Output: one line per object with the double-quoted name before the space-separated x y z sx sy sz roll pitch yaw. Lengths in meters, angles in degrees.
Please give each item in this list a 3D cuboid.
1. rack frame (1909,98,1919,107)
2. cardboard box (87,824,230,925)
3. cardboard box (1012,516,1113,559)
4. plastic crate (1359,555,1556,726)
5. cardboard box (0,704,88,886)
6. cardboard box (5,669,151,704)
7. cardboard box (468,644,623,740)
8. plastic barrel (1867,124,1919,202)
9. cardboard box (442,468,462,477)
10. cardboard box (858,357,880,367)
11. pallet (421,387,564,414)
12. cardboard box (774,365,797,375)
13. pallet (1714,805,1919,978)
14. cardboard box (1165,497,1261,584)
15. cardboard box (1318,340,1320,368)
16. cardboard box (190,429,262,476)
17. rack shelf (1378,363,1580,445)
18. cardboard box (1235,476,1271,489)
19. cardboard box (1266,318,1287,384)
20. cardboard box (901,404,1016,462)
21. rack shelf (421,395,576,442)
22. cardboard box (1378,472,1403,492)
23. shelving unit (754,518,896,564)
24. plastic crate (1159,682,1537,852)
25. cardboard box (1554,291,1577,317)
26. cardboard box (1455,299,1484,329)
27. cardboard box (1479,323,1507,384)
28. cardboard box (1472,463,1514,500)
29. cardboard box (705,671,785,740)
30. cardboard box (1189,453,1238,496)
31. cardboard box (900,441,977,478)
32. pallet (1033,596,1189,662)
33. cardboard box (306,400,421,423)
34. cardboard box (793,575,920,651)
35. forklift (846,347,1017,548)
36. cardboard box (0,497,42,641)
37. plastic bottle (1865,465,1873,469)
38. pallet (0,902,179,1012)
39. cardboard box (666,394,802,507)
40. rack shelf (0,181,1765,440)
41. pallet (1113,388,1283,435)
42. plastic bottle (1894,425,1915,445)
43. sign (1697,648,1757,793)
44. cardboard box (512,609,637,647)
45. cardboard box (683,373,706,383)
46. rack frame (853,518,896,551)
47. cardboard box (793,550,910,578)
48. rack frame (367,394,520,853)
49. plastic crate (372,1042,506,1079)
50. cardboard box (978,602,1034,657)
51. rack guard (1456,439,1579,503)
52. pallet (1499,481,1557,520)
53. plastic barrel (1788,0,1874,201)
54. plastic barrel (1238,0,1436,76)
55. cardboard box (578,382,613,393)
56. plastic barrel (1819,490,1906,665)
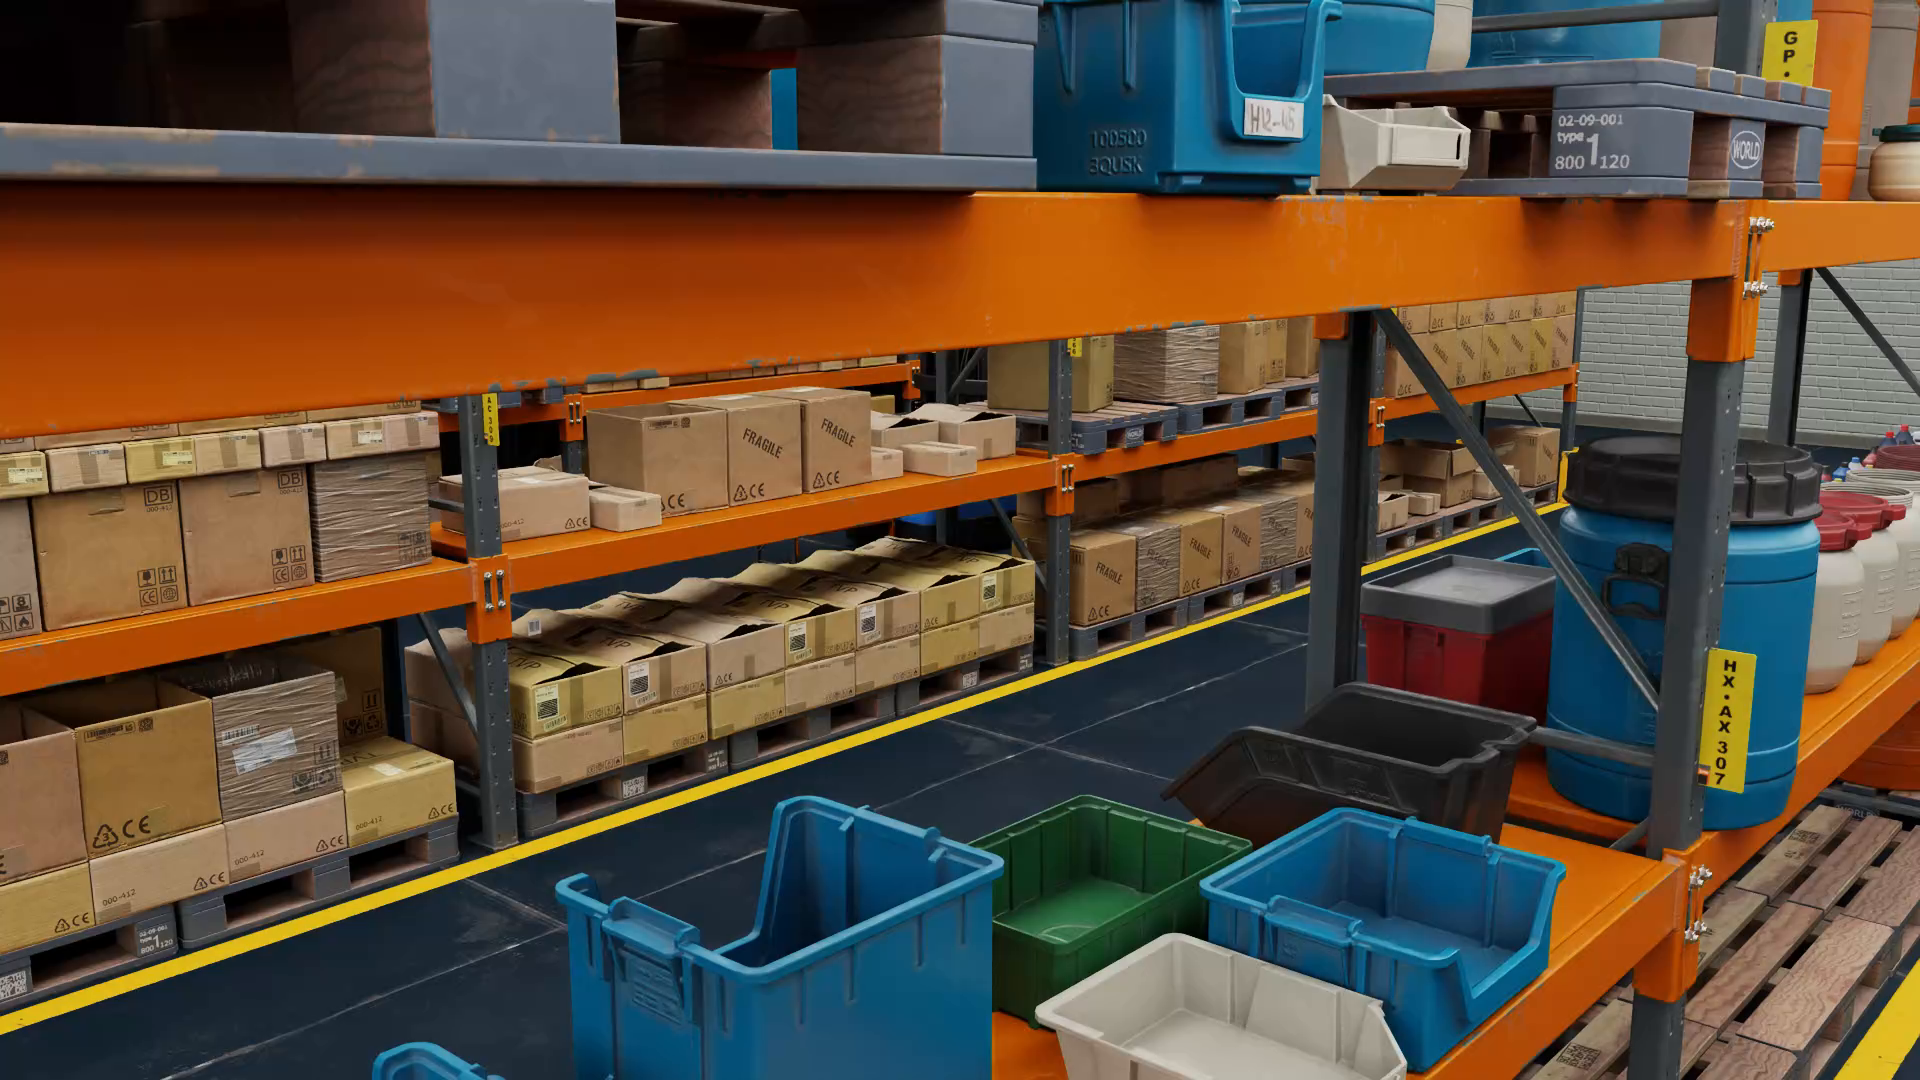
"rack frame" 3.980 -3.056 6.538 1.000 3.000 0.127 10 15 40
"cardboard box" -3.177 1.220 6.393 0.500 0.250 0.500 10 15 40
"cardboard box" 0.703 0.087 11.377 0.500 0.500 0.500 11 15 43
"plastic crate" 1.429 0.332 4.727 0.402 0.464 0.583 10 15 40
"cardboard box" -3.506 0.926 5.951 0.500 0.500 0.500 10 15 40
"cardboard box" -3.580 0.783 6.667 0.500 0.500 0.500 10 15 40
"cardboard box" -1.919 0.672 7.705 0.500 0.311 0.500 10 15 41
"plastic barrel" 3.316 -1.300 5.757 0.301 0.262 0.301 0 11 0
"cardboard box" -3.898 -0.273 13.176 0.700 0.500 0.500 10 15 41
"cardboard box" -0.981 -1.744 15.874 0.380 0.149 0.250 10 15 41
"pallet" -3.852 -1.183 12.963 1.213 0.211 1.003 10 15 40
"cardboard box" -1.703 -1.603 15.168 0.380 0.149 0.250 9 15 39
"pallet" 3.440 1.362 6.853 1.003 0.211 1.213 10 15 40
"cardboard box" 1.794 -0.004 11.830 0.500 0.500 0.500 9 14 38
"cardboard box" 3.039 -1.500 13.806 0.500 0.500 0.500 10 15 41
"cardboard box" -2.906 -0.353 6.406 0.380 0.149 0.250 10 15 40
"rack shelf" 4.222 -1.285 14.825 1.077 0.370 4.000 10 15 40
"cardboard box" 2.056 -0.214 12.884 0.500 0.500 0.500 10 15 41
"cardboard box" 2.015 -1.449 12.478 0.500 0.500 0.700 -9 15 -39
"cardboard box" -0.011 -0.664 10.104 0.500 0.311 0.500 11 16 44
"rack shelf" -4.782 -0.748 12.136 1.077 0.370 4.000 10 15 40
"cardboard box" 3.560 -0.472 14.657 0.500 0.311 0.500 10 15 40
"shelving unit" -1.061 -0.356 13.120 1.048 1.125 0.538 -11 16 -43
"plastic crate" 0.899 0.565 3.882 0.767 0.338 0.504 10 15 40
"cardboard box" 5.455 -2.371 15.614 0.500 0.500 0.500 10 15 40
"cardboard box" 4.105 -2.068 14.097 0.500 0.500 0.500 9 15 39
"cardboard box" 4.445 -1.657 14.592 0.500 0.500 0.500 9 15 40
"cardboard box" 4.719 -0.552 15.213 0.500 0.250 0.500 10 15 40
"cardboard box" -1.248 0.797 8.512 0.500 0.250 0.500 9 15 39
"cardboard box" 1.740 -0.515 12.474 0.500 0.250 0.500 10 15 40
"cardboard box" -0.124 -0.464 9.518 0.380 0.149 0.250 10 15 40
"pallet" 0.783 0.507 11.133 1.003 0.211 1.213 10 15 40
"cardboard box" -2.667 -0.786 6.920 0.700 0.500 0.500 10 15 41
"cardboard box" -0.572 0.372 9.206 0.500 0.311 0.500 10 15 40
"forklift" 0.451 -1.523 14.354 3.031 2.935 1.130 -11 16 -43
"cardboard box" -3.681 0.077 5.910 0.700 0.500 0.500 10 15 42
"plastic bottle" 4.619 -0.280 8.464 0.097 0.201 0.097 0 11 0
"pallet" -3.740 1.492 6.200 1.003 0.211 1.213 10 15 40
"cardboard box" -1.181 -0.478 8.691 0.500 0.500 0.500 10 15 40
"rack shelf" 0.019 -0.350 2.482 1.077 0.370 4.000 10 15 40
"pallet" 1.542 -0.948 11.789 1.003 0.211 1.213 10 15 40
"plastic bottle" 5.028 -0.438 8.871 0.144 0.351 0.185 10 15 40
"sign" 1.746 0.411 3.788 0.100 0.325 0.005 10 15 40
"cardboard box" -1.988 0.527 8.433 0.500 0.311 0.500 10 15 42
"cardboard box" -2.420 -1.457 14.437 0.380 0.149 0.250 10 15 42
"rack frame" -0.698 -0.425 13.468 0.032 1.125 0.500 -11 16 -43
"cardboard box" -0.645 0.230 9.920 0.500 0.311 0.500 9 15 39
"rack frame" -2.379 -0.167 7.388 1.000 3.000 0.127 10 15 40
"plastic crate" -0.762 0.928 2.284 0.499 0.251 0.408 10 15 40
"cardboard box" 0.098 0.496 10.017 0.500 0.250 0.500 10 15 42
"rack guard" 5.492 -0.695 16.416 1.175 0.500 0.348 10 15 40
"pallet" 4.967 -0.436 15.857 1.003 0.211 1.213 10 15 40
"plastic barrel" 2.843 -1.607 5.843 0.600 0.830 0.708 10 15 40
"plastic barrel" 0.602 -1.316 3.131 0.600 0.901 0.708 10 15 40
"cardboard box" -3.070 -1.300 13.654 0.380 0.149 0.250 9 15 40
"plastic barrel" 2.906 0.123 5.588 0.433 0.535 0.433 0 11 0
